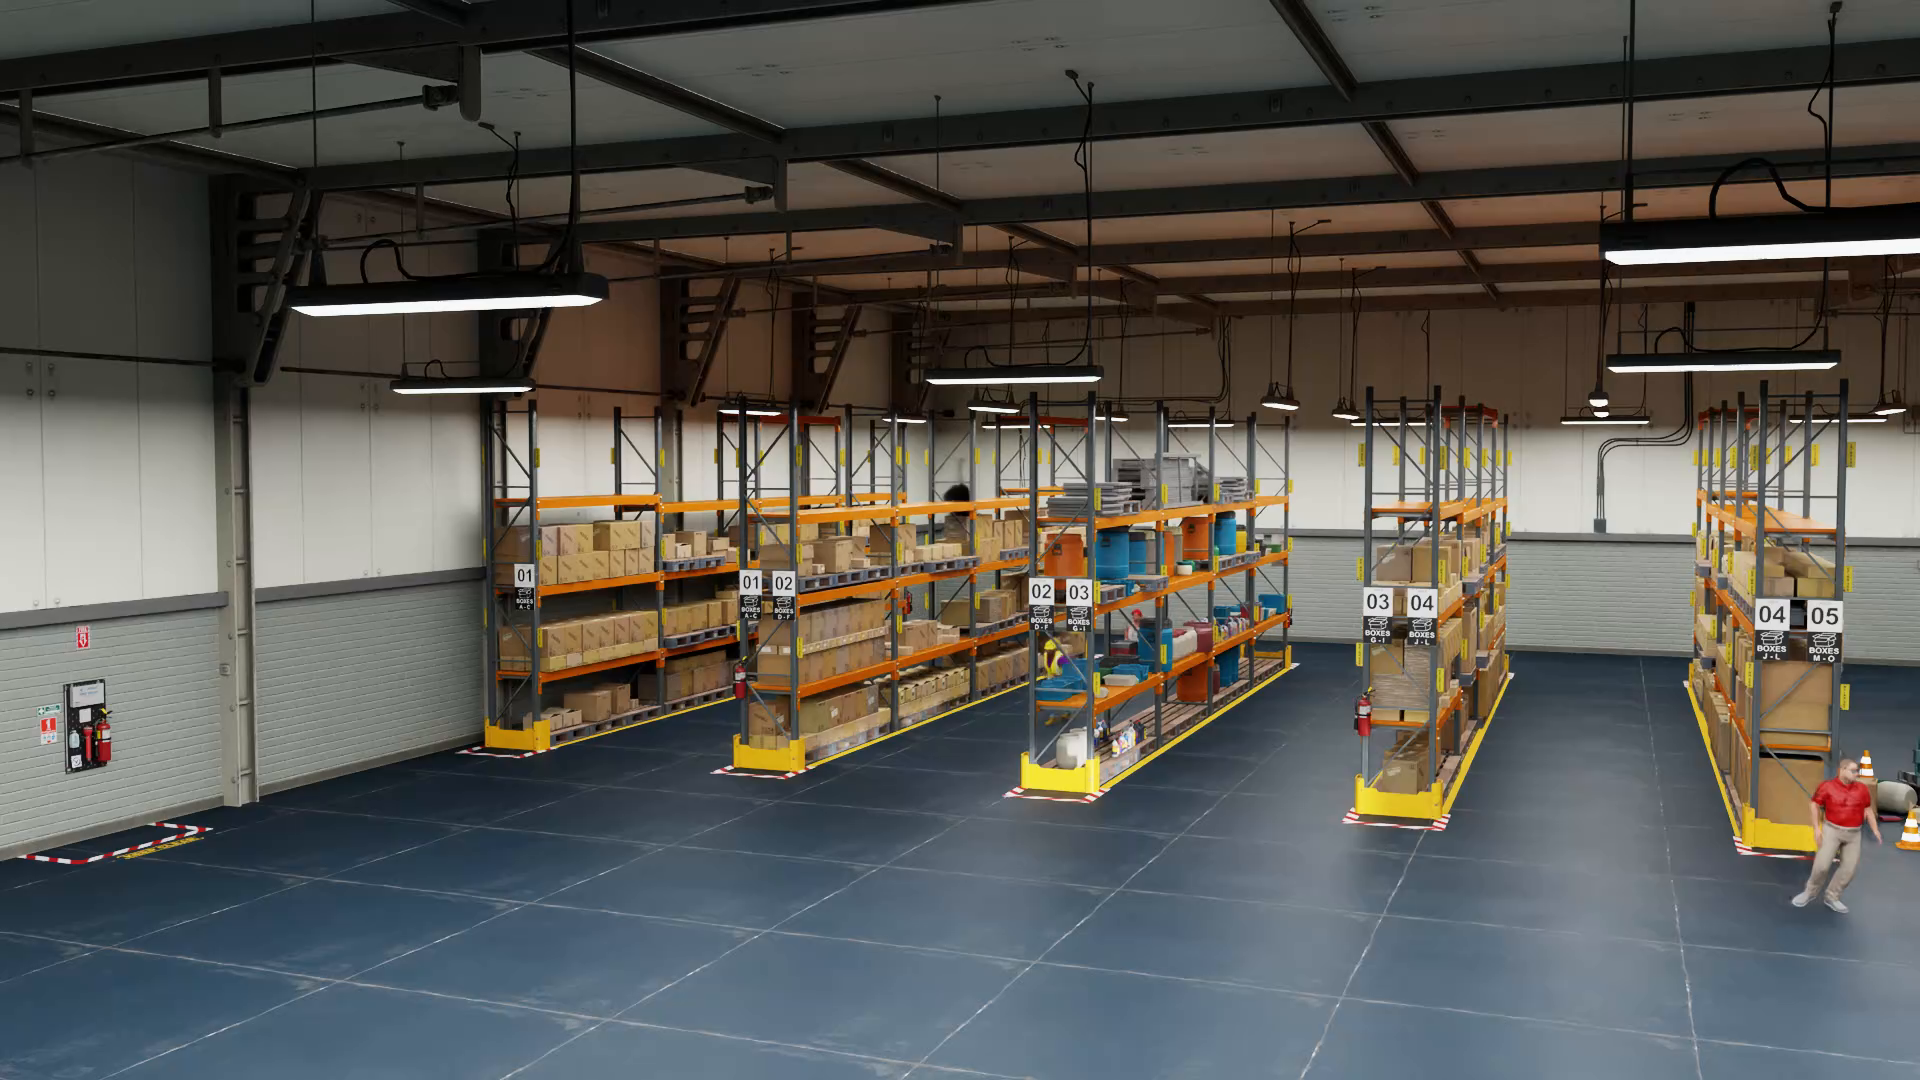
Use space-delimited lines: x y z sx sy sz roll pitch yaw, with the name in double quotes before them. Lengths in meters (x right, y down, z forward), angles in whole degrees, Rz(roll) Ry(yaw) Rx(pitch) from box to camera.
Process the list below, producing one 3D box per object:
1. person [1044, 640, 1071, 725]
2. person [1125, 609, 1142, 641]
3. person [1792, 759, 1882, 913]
"person" 1.857 2.642 31.251 0.716 1.593 1.078 2 3 32
"person" 3.770 2.372 35.431 0.676 1.807 0.655 2 3 28
"person" 9.648 3.261 18.280 0.784 1.717 0.601 0 3 -2
